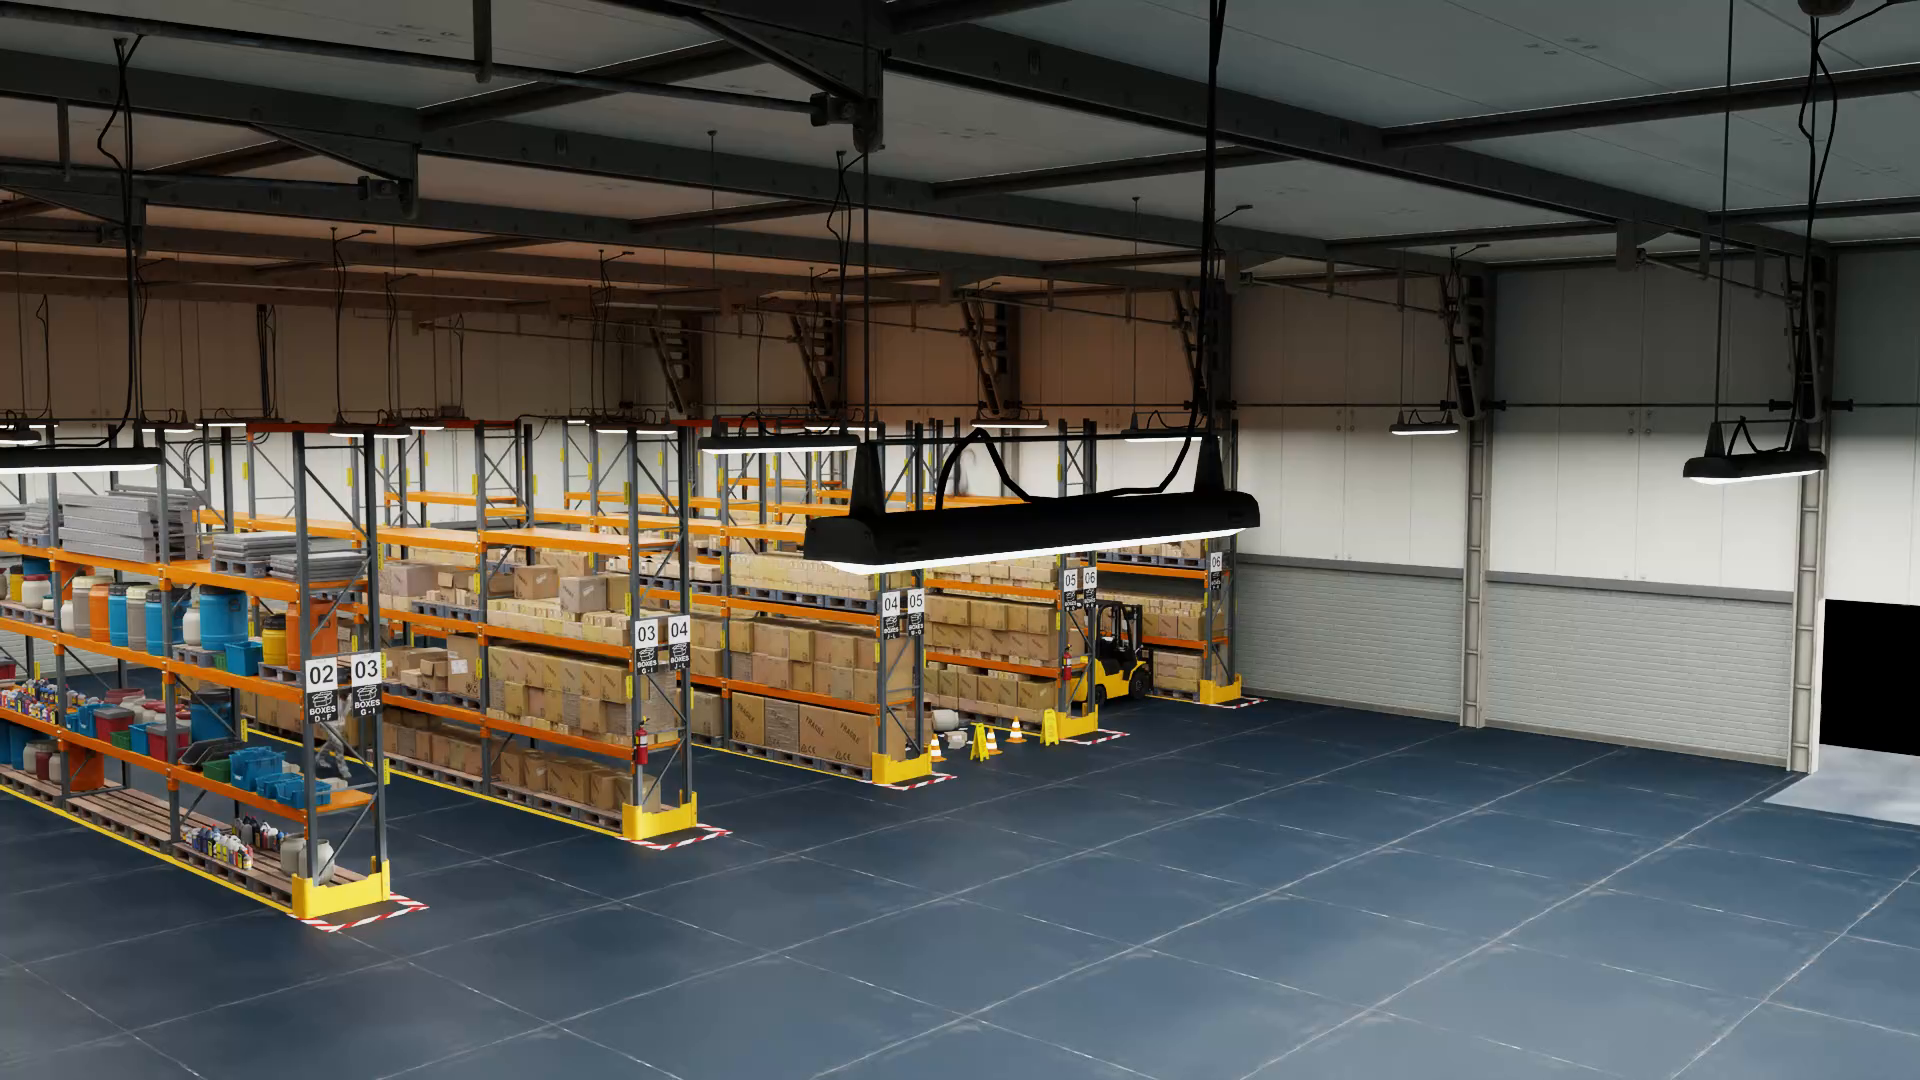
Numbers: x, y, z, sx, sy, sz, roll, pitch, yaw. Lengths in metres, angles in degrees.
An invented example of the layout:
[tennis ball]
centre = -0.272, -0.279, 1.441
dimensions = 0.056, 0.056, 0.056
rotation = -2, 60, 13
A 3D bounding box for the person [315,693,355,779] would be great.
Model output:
[person]
centre = -10.699, 3.197, 28.351
dimensions = 1.052, 1.732, 0.729
rotation = 3, 6, 34
